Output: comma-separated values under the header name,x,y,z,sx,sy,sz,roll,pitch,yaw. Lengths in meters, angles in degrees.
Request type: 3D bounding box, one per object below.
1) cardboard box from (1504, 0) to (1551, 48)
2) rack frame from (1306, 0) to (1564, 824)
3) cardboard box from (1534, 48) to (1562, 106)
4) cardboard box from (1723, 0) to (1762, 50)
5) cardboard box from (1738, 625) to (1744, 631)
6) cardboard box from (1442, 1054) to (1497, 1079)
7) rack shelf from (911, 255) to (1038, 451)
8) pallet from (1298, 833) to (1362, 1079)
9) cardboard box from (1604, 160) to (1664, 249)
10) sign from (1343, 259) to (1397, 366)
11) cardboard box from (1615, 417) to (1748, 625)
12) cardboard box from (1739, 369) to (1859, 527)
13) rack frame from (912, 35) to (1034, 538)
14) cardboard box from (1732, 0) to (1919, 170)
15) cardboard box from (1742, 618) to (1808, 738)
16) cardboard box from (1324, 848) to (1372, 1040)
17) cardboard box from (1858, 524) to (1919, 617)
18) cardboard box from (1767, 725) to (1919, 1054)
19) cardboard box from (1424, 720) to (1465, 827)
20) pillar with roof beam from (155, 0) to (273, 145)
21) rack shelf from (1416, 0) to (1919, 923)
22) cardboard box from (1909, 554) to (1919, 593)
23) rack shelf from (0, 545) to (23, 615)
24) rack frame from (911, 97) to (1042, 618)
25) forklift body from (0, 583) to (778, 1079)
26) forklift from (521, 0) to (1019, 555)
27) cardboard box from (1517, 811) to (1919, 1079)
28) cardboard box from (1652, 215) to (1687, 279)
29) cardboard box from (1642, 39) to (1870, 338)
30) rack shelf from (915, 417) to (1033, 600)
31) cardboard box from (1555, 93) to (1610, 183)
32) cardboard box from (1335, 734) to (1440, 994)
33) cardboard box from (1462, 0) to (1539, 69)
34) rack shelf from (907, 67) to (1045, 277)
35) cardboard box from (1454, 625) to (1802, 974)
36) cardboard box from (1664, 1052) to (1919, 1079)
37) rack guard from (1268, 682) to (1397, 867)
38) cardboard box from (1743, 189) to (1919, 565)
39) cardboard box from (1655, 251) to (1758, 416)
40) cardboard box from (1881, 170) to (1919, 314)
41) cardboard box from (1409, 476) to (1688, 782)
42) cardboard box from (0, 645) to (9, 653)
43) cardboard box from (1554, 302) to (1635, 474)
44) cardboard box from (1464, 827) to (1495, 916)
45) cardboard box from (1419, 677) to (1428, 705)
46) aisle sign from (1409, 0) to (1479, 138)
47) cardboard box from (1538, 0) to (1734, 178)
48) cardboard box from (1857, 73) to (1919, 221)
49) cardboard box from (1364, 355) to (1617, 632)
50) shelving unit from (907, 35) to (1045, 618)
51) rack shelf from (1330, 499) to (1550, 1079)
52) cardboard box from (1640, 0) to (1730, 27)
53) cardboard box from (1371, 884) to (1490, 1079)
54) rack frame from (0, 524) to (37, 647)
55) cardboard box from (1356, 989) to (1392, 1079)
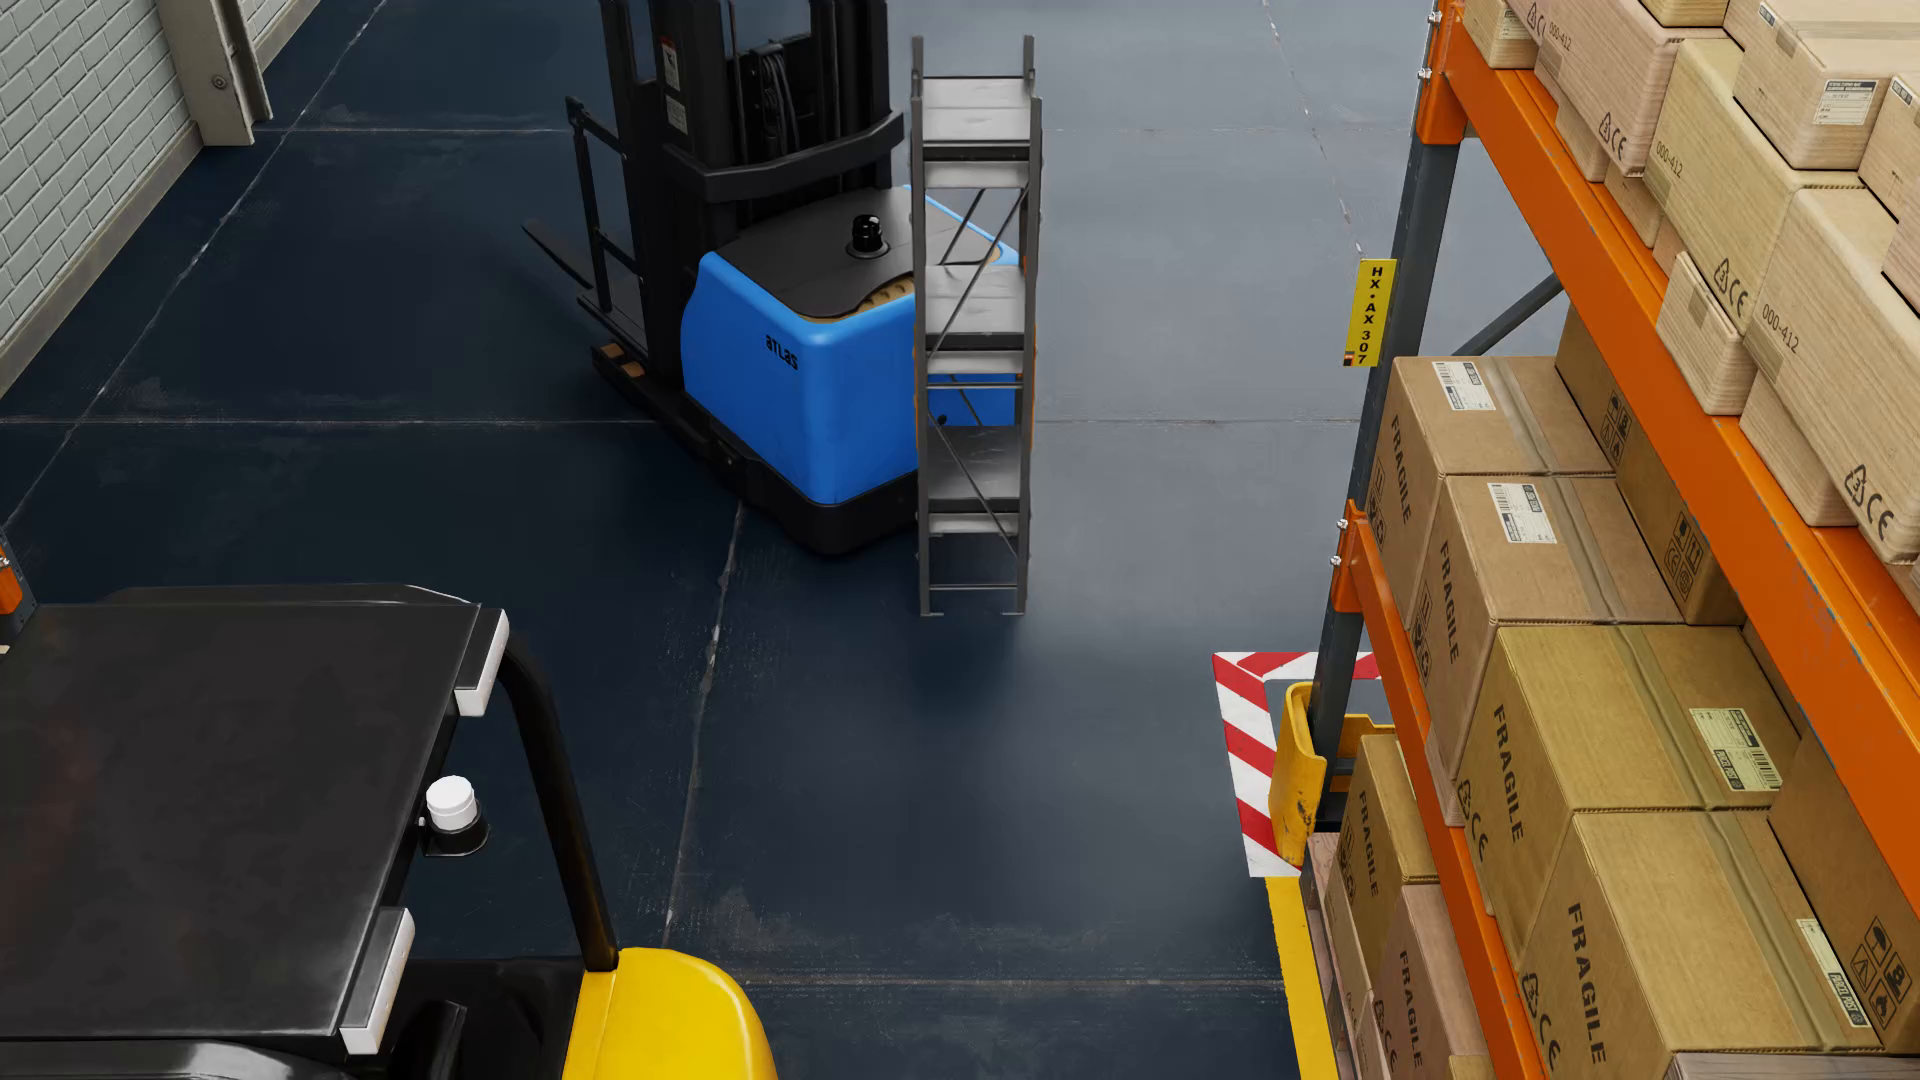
name,x,y,z,sx,sy,sz,roll,pitch,yaw
cardboard box,1.364,-1.175,3.301,0.500,0.250,0.500,-1,39,-1
rack frame,1.630,-0.261,4.677,1.000,3.000,0.127,0,39,0
cardboard box,1.395,-0.962,3.354,0.380,0.149,0.250,-1,39,-1
cardboard box,1.403,-0.797,2.510,0.380,0.149,0.250,0,39,0
cardboard box,1.902,0.236,3.739,0.500,0.500,0.500,0,39,0
cardboard box,1.352,1.515,3.724,0.500,0.500,0.500,1,39,1
rack shelf,0.047,-0.670,5.928,0.431,0.518,0.480,0,39,-1
pallet,1.596,1.382,4.856,1.003,0.211,1.213,0,39,0
cardboard box,1.386,-0.641,2.954,0.380,0.149,0.250,0,39,0
sign,1.087,-0.599,4.406,0.100,0.325,0.005,0,39,0
cardboard box,1.842,-0.171,3.447,0.700,0.500,0.500,0,39,0
cardboard box,1.352,-0.153,2.345,0.380,0.149,0.250,-1,39,-1
rack frame,0.044,-0.833,6.110,0.400,2.100,0.015,0,39,-1
cardboard box,1.322,-0.633,2.306,0.380,0.149,0.250,1,39,1
cardboard box,1.945,0.148,3.049,0.700,0.500,0.500,0,39,-1
cardboard box,1.354,1.152,4.776,0.500,0.250,0.500,0,39,0
cardboard box,1.423,0.004,2.149,0.380,0.149,0.250,0,39,0
cardboard box,1.807,0.460,2.660,0.700,0.500,0.500,0,39,0
cardboard box,1.311,0.532,3.889,0.380,0.149,0.250,1,39,1
pillar with roof beam,0.064,-5.916,6.936,9.100,9.000,0.400,0,39,0
rack shelf,1.632,0.100,2.404,1.077,0.370,4.000,0,39,0
cardboard box,1.377,0.101,1.708,0.500,0.250,0.500,-1,39,-1
rack shelf,-3.331,1.276,3.334,1.077,0.370,4.000,0,39,0
rack frame,0.050,-0.528,5.730,0.400,2.100,0.015,0,39,-1
forklift body,-1.507,1.260,3.457,2.313,2.155,1.214,0,39,0
forklift,-1.033,-1.953,6.843,1.130,2.935,3.031,-26,45,-28
cardboard box,1.367,0.841,2.985,0.500,0.500,0.500,-1,39,-1
cardboard box,1.391,-0.475,2.747,0.380,0.149,0.250,-1,39,-1
cardboard box,1.380,-0.537,2.504,0.500,0.250,0.500,1,39,1
rack shelf,0.047,-0.123,6.366,0.431,0.518,0.480,0,39,-1
cardboard box,1.361,-0.796,3.147,0.380,0.149,0.250,1,39,1
cardboard box,1.355,0.875,4.523,0.500,0.500,0.500,-1,39,-2
cardboard box,1.306,-1.126,3.559,0.380,0.149,0.250,0,39,0
rack shelf,0.047,-1.216,5.491,0.431,0.518,0.480,0,39,-1
cardboard box,1.359,0.523,3.381,0.500,0.500,0.500,-1,39,-1
cardboard box,1.373,1.161,2.585,0.500,0.500,0.500,1,39,1
rack guard,1.630,0.762,5.400,1.175,0.500,0.348,0,39,0
cardboard box,1.361,-0.216,2.105,0.500,0.250,0.500,1,39,1
cardboard box,1.311,-0.318,2.551,0.380,0.149,0.250,0,39,0
cardboard box,1.319,-0.311,1.904,0.380,0.149,0.250,0,39,1
cardboard box,1.357,0.204,3.779,0.500,0.500,0.500,1,39,1
cardboard box,-3.021,0.551,4.727,0.500,0.250,0.500,1,39,1
cardboard box,1.849,-0.487,3.842,0.700,0.500,0.500,-1,39,-1
cardboard box,1.345,0.694,3.687,0.380,0.149,0.250,1,39,1
cardboard box,1.357,0.373,4.087,0.380,0.149,0.250,-1,39,-1
aisle sign,1.320,-1.314,3.913,0.394,0.787,0.004,0,39,0
cardboard box,1.355,-0.860,2.908,0.500,0.250,0.500,-1,39,-1
cardboard box,1.397,-0.471,2.104,0.380,0.149,0.250,1,39,1
cardboard box,1.353,-0.120,4.183,0.500,0.500,0.500,-1,39,-1
shelving unit,0.047,-0.680,5.920,0.431,2.100,0.503,0,39,-1
rack shelf,1.632,1.270,3.342,1.077,0.370,4.000,0,39,0
cardboard box,1.307,-0.952,2.703,0.380,0.149,0.250,0,39,0
cardboard box,1.360,1.202,4.115,0.500,0.500,0.500,-1,39,-2
rack frame,-3.334,-0.255,4.670,1.000,3.000,0.127,0,39,0
cardboard box,1.347,1.472,4.378,0.500,0.250,0.500,1,39,2
